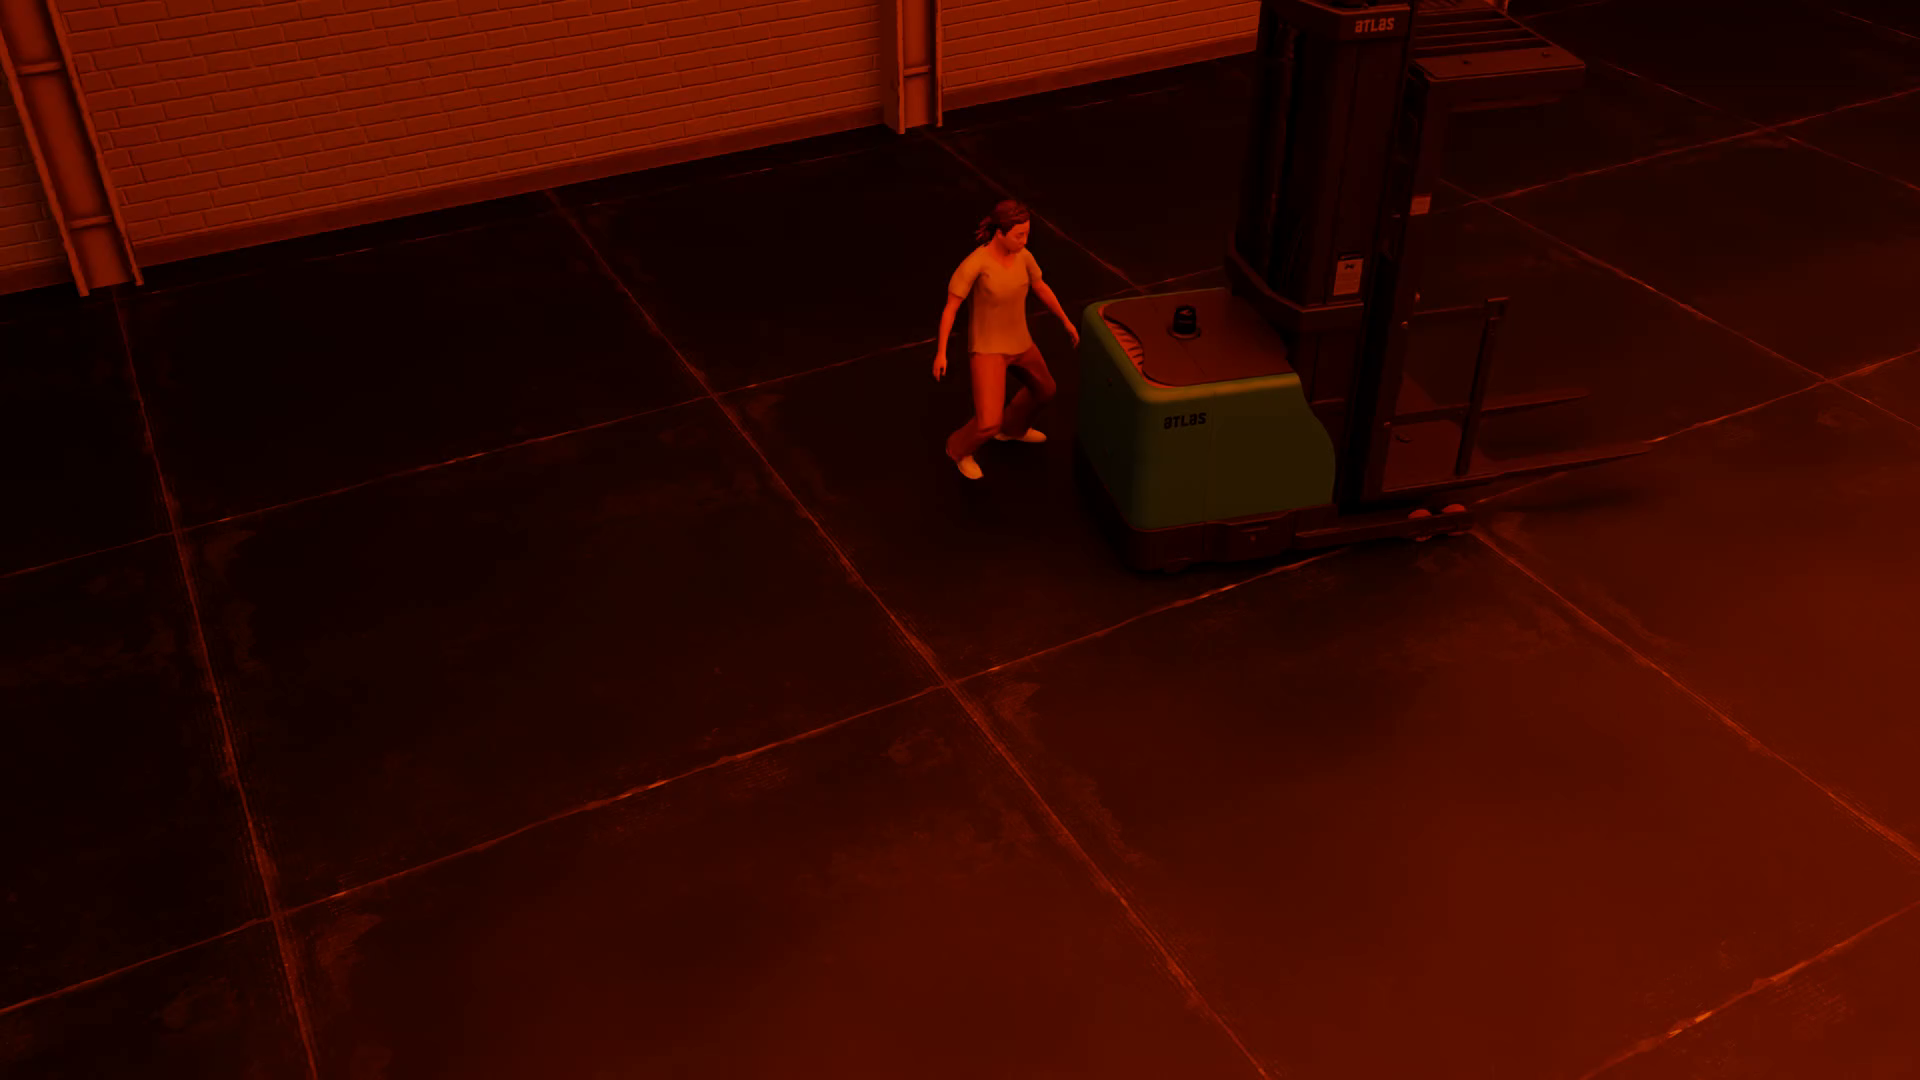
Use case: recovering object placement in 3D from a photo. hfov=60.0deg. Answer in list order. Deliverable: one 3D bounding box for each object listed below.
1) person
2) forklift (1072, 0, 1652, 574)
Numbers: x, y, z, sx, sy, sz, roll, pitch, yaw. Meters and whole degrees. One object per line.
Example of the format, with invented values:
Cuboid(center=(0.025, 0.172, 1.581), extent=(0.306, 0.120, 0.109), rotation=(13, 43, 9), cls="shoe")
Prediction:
Cuboid(center=(0.229, -1.037, 8.793), extent=(0.848, 1.573, 0.586), rotation=(-22, 41, -28), cls="person")
Cuboid(center=(2.187, -1.478, 8.215), extent=(3.031, 2.935, 1.130), rotation=(-8, 36, -11), cls="forklift")
